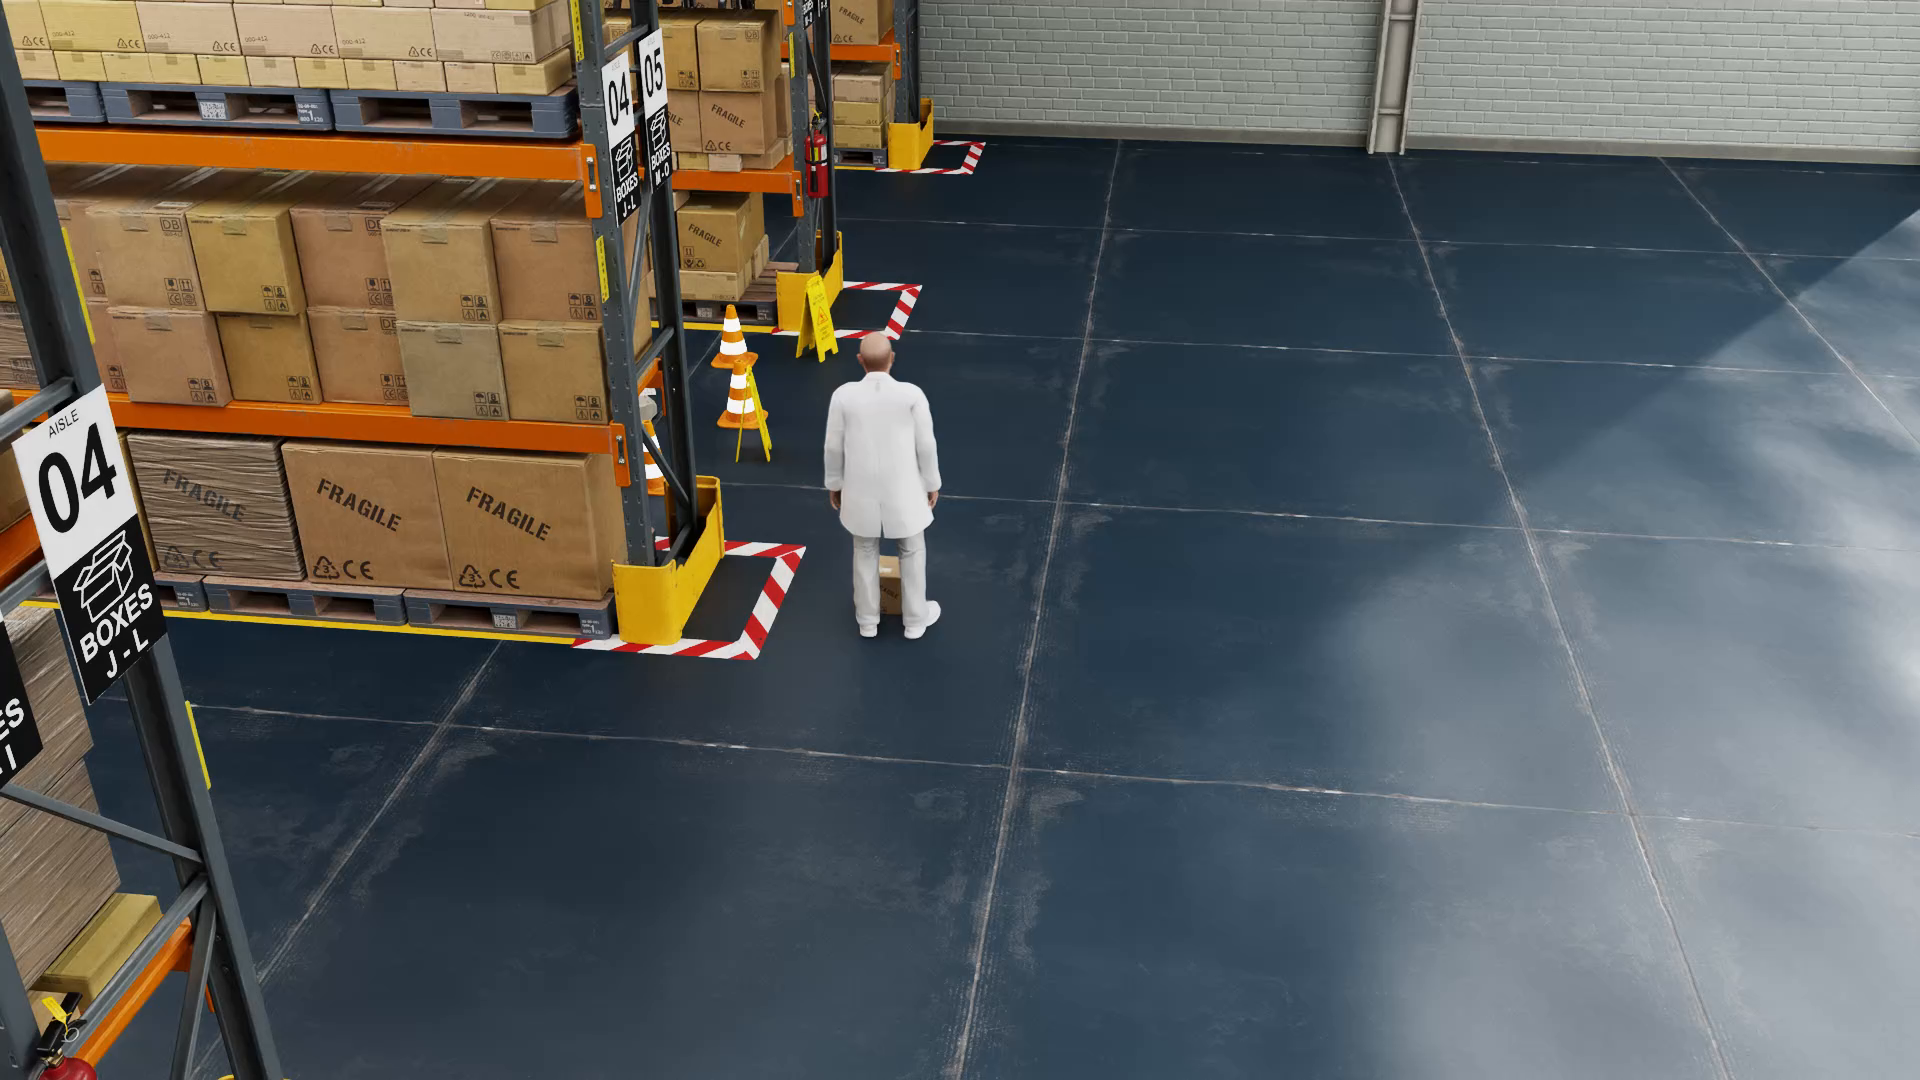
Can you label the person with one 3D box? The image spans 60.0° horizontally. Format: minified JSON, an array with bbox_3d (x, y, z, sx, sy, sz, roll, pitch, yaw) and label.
[{"bbox_3d":[-0.427,-0.284,9.189,0.647,1.758,0.429,2,28,3],"label":"person"}]
